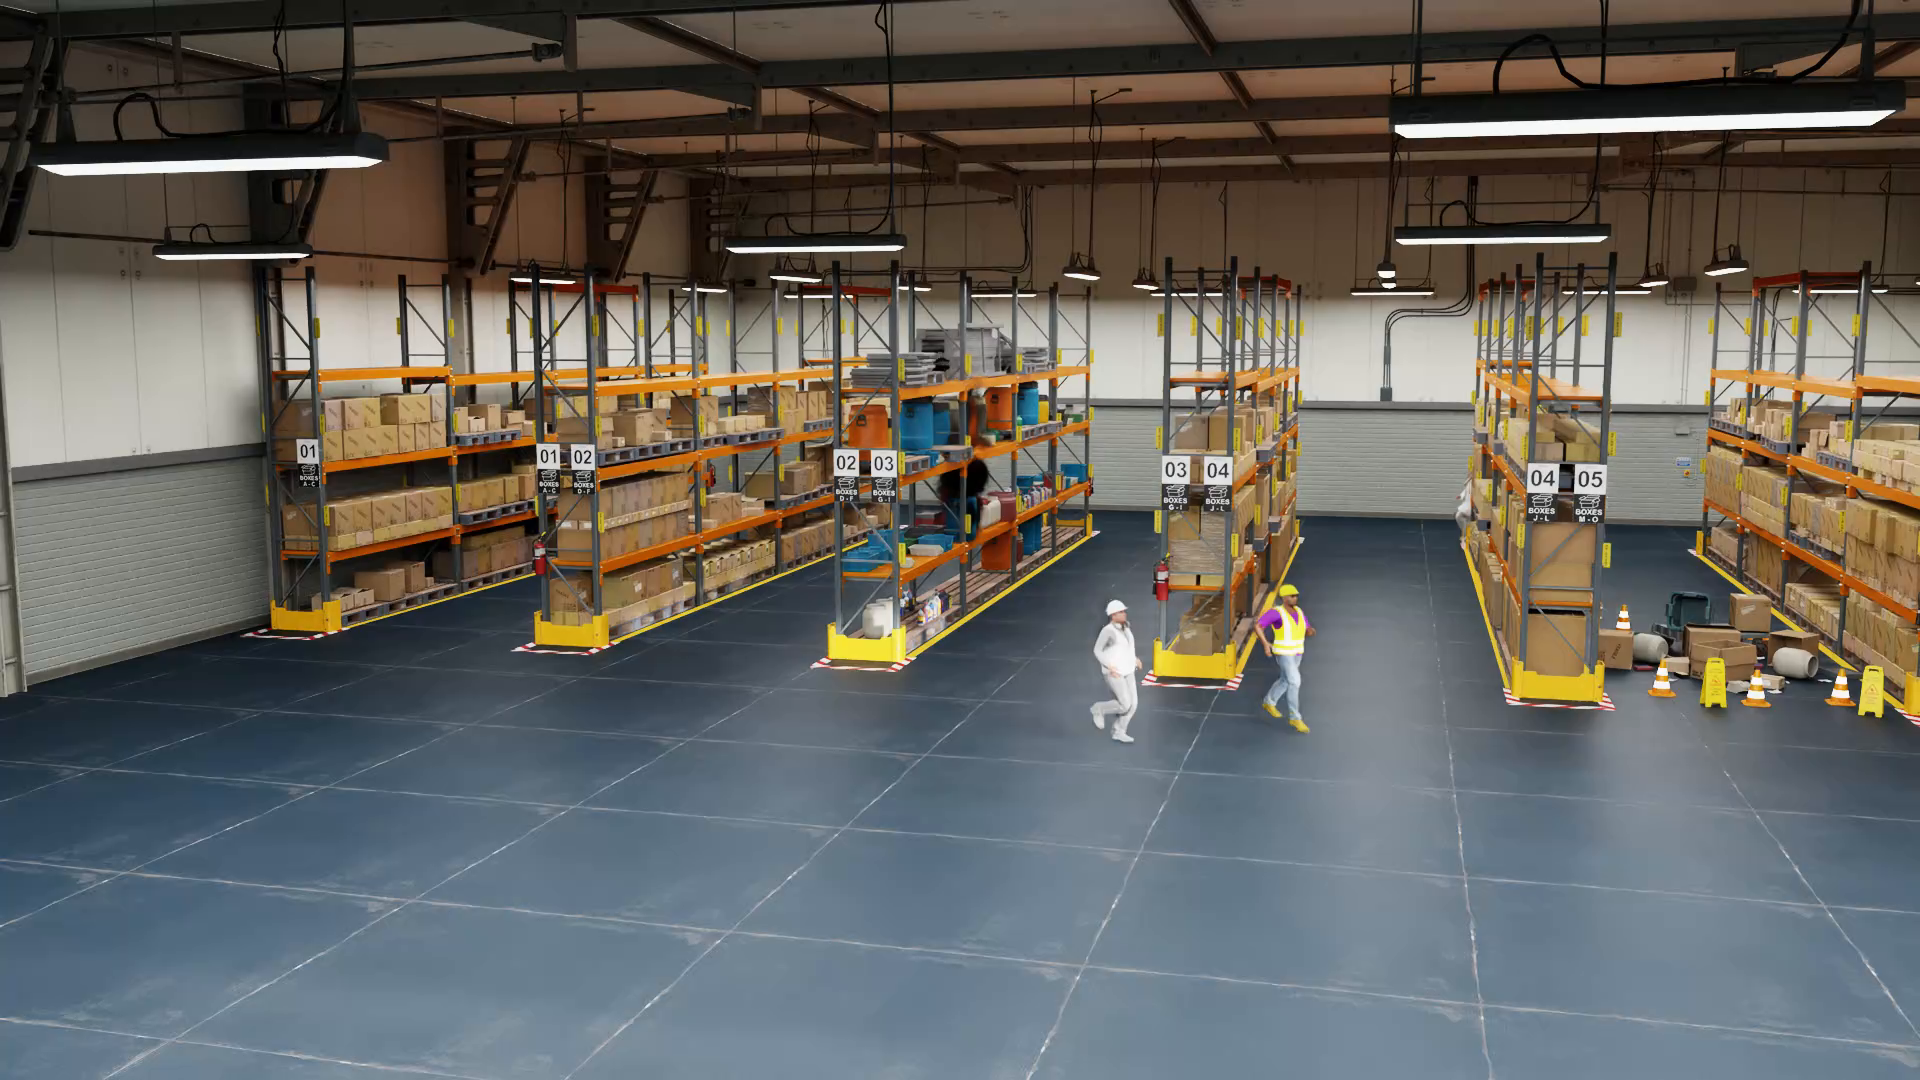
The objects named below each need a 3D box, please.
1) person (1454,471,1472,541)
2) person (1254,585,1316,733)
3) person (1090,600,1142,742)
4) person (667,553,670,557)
[{"bbox_3d":[12.026,-0.820,39.201,0.687,1.762,0.776,0,7,0],"label":"person"},{"bbox_3d":[4.134,1.458,20.975,0.684,1.807,0.877,-6,9,-39],"label":"person"},{"bbox_3d":[1.905,1.593,20.252,0.586,1.729,0.659,6,9,39],"label":"person"},{"bbox_3d":[-5.945,-0.074,33.526,0.589,1.753,0.755,2,8,15],"label":"person"}]
